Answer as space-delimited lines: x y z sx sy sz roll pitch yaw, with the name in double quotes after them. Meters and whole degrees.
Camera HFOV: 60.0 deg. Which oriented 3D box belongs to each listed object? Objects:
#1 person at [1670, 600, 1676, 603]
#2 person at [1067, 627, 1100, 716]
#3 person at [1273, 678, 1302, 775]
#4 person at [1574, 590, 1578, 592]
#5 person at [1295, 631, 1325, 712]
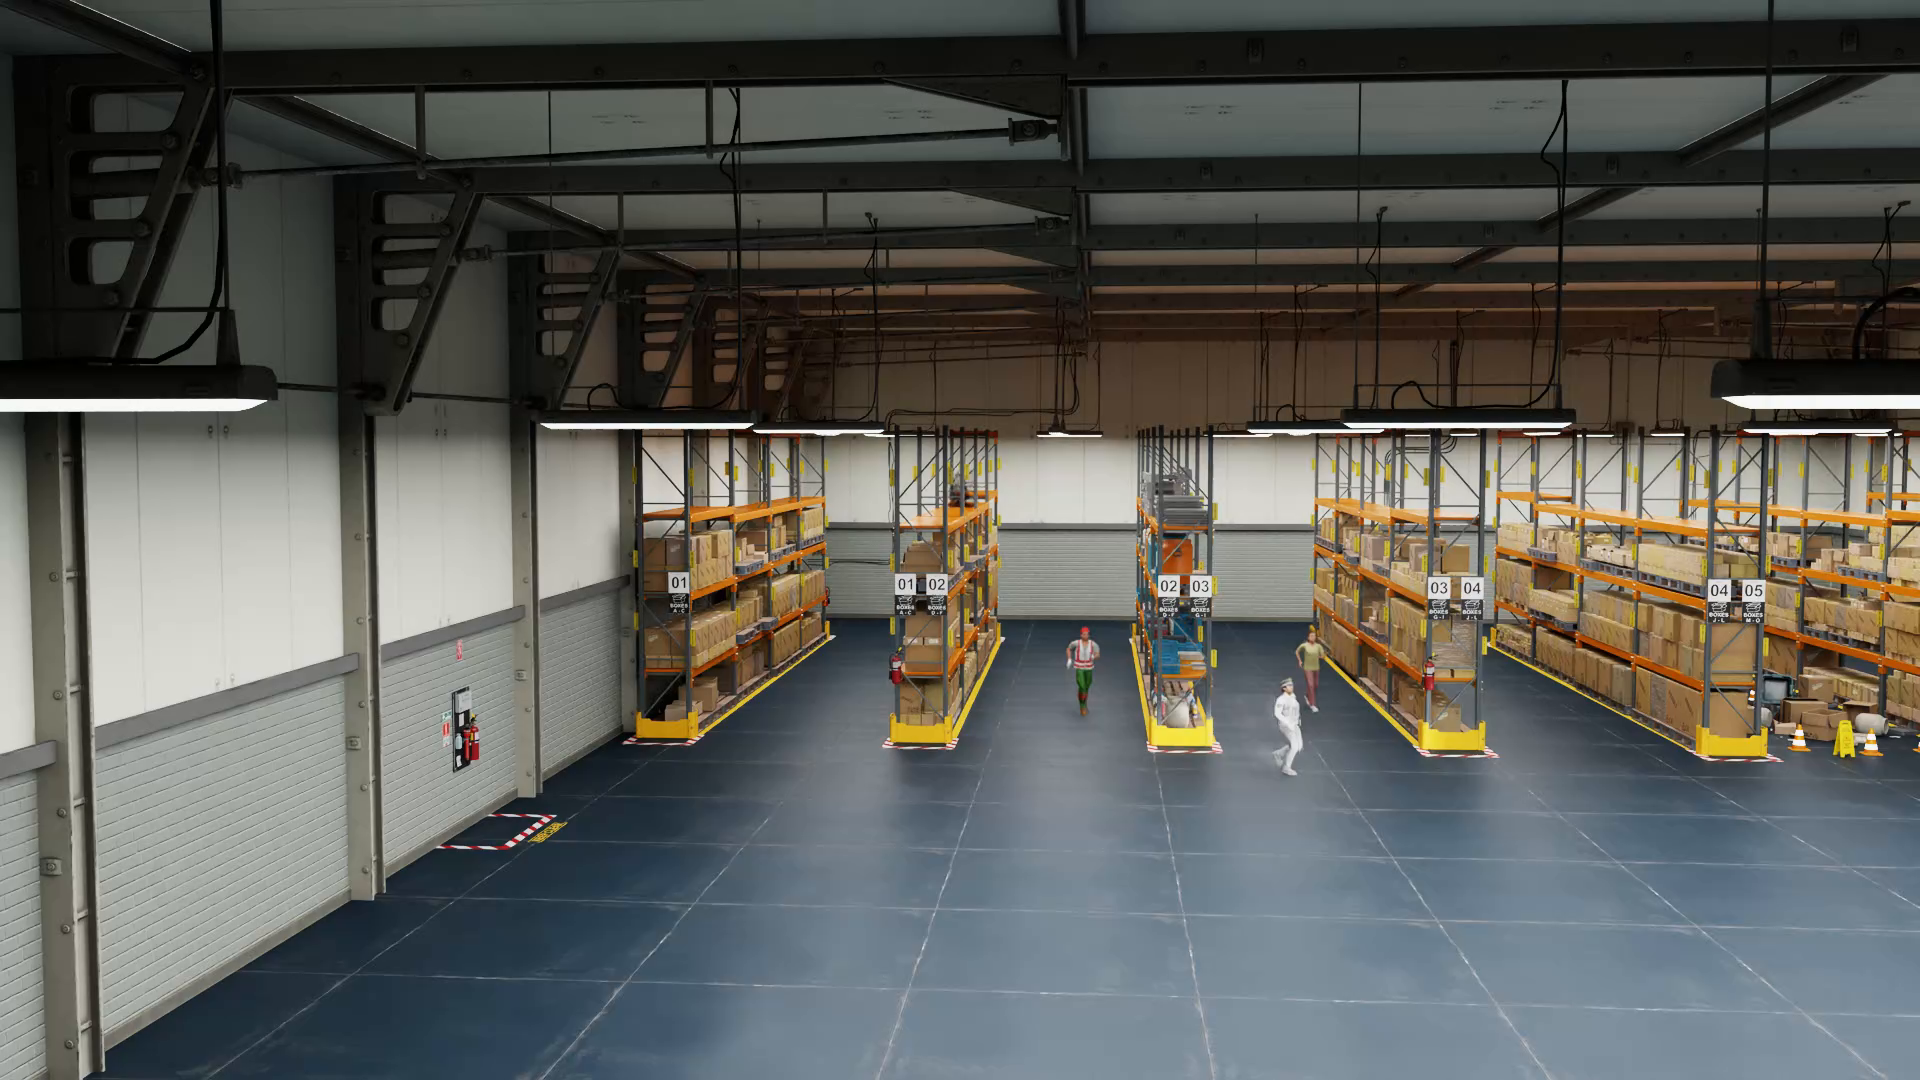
20.353 2.090 47.231 0.914 1.585 0.717 1 4 20 "person"
2.592 2.733 34.780 0.643 1.844 0.876 -1 3 -11 "person"
5.608 3.184 28.564 0.511 1.668 0.618 3 5 42 "person"
16.745 2.165 45.298 0.547 1.704 0.863 0 3 -1 "person"
7.444 2.745 35.219 0.574 1.655 0.969 -1 3 -9 "person"
